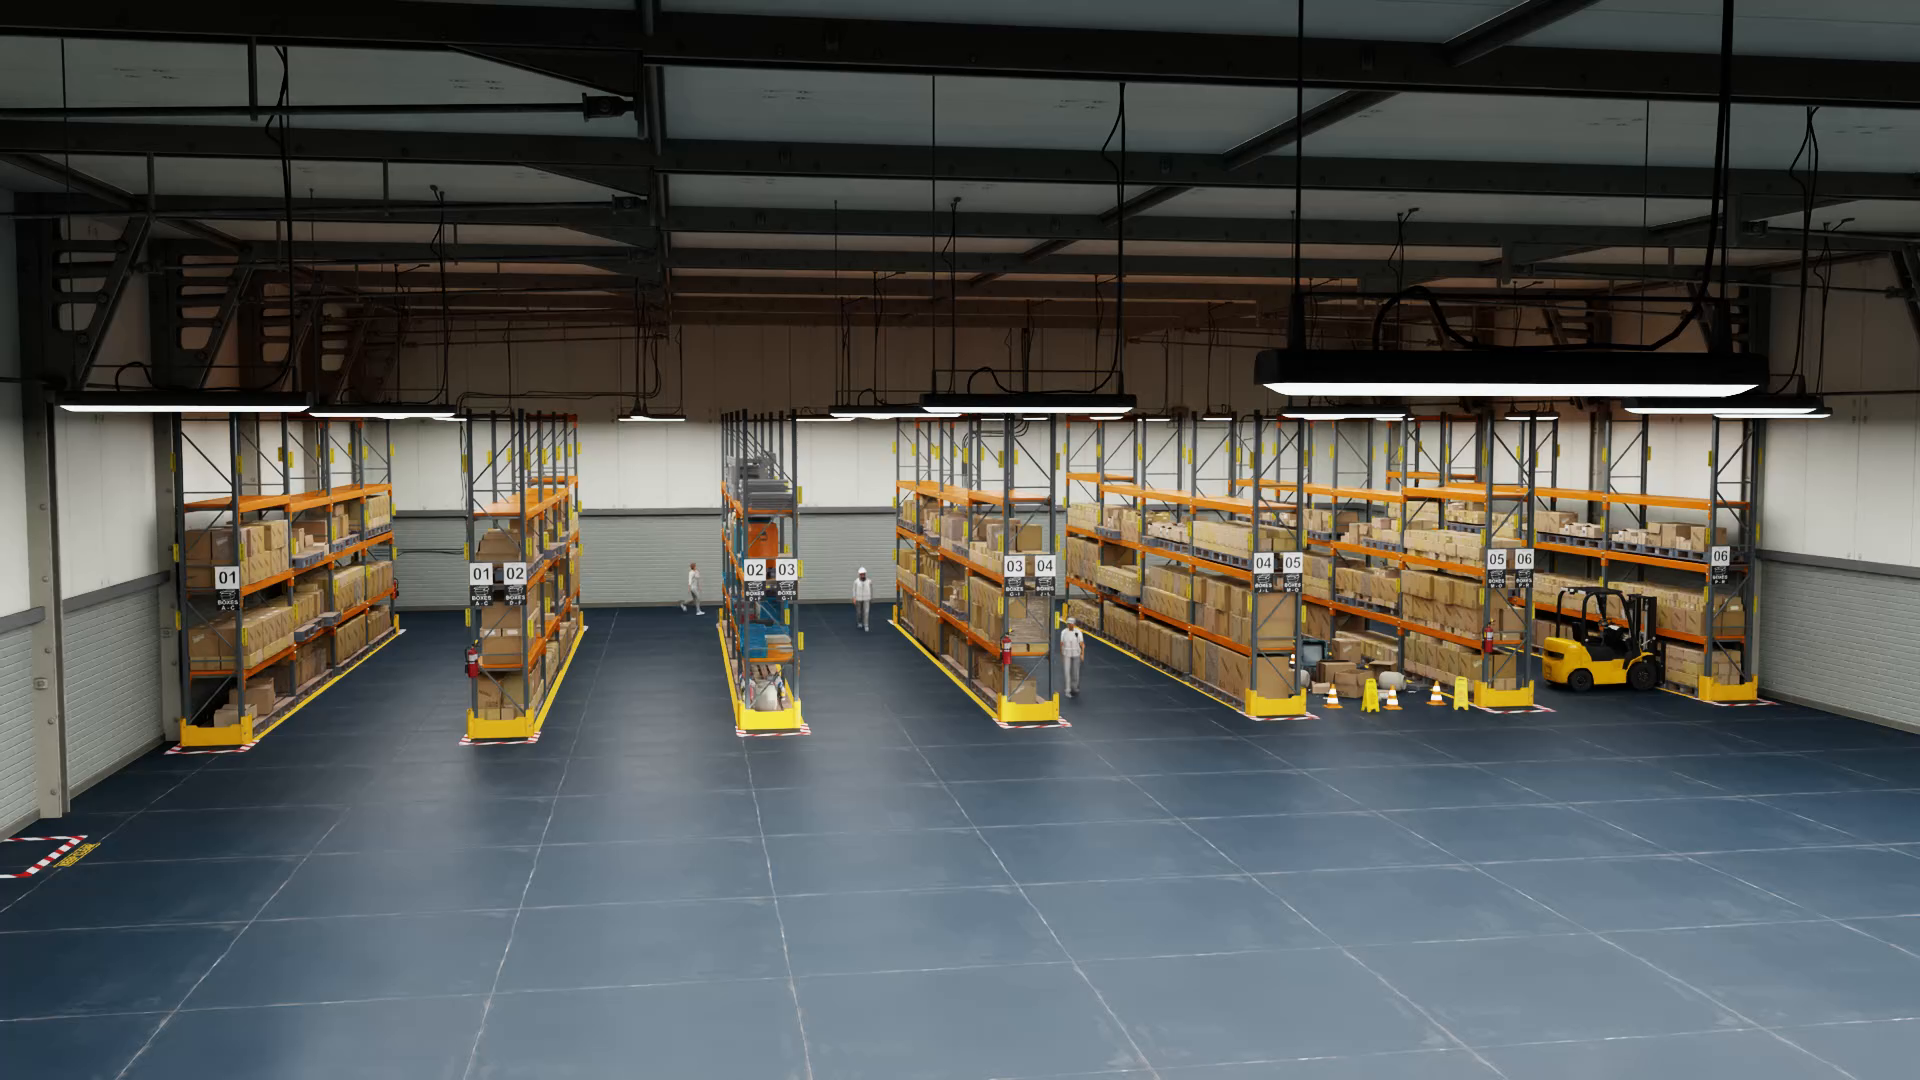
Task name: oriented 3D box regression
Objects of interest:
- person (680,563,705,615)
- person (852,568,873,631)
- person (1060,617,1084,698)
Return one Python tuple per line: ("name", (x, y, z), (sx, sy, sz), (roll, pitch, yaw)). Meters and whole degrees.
("person", (-8.021, 1.464, 49.856), (0.792, 1.533, 0.407), (1, 4, 8))
("person", (-2.696, 1.635, 46.043), (0.570, 1.712, 1.069), (0, 4, -6))
("person", (2.366, 2.455, 35.097), (0.495, 1.644, 0.858), (0, 4, 3))
